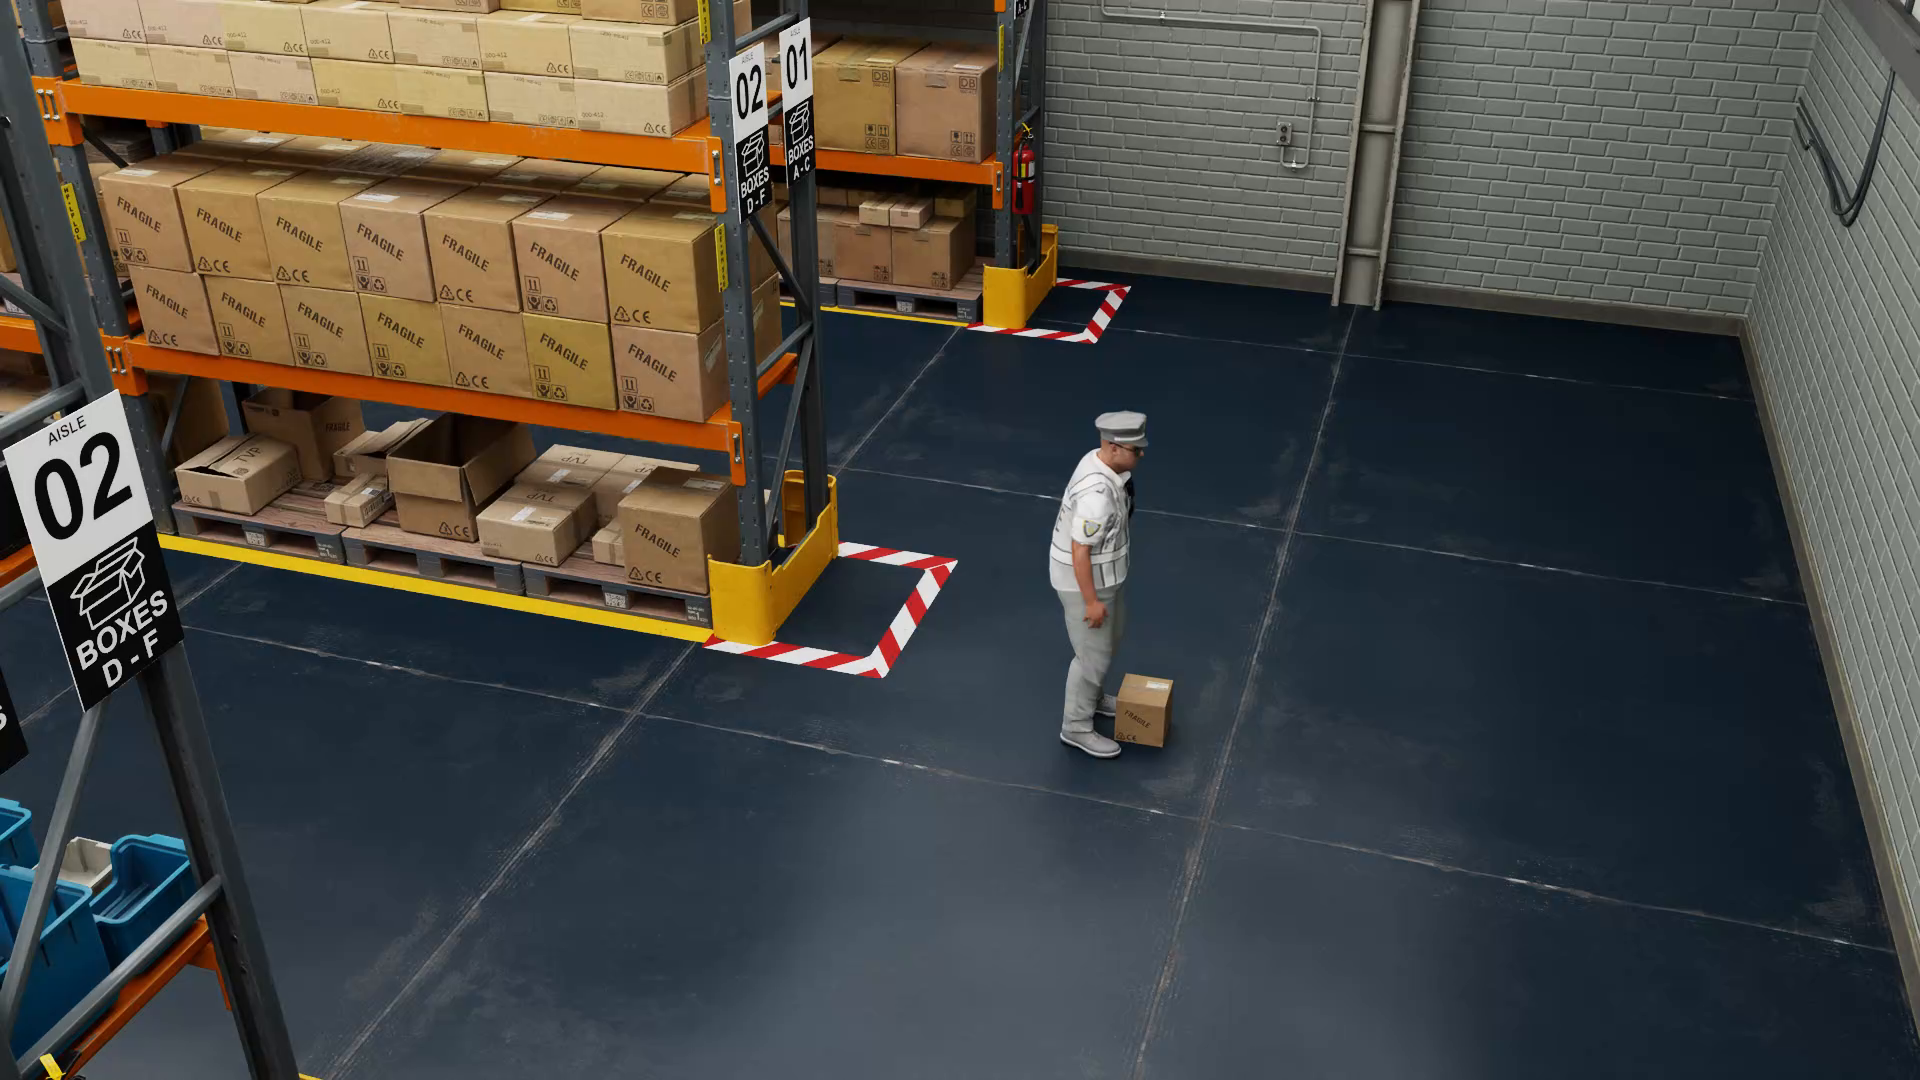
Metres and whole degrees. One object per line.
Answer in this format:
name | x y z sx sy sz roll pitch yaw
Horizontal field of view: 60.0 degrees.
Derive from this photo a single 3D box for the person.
person | 0.668 0.180 8.177 0.433 1.748 0.587 8 30 15
